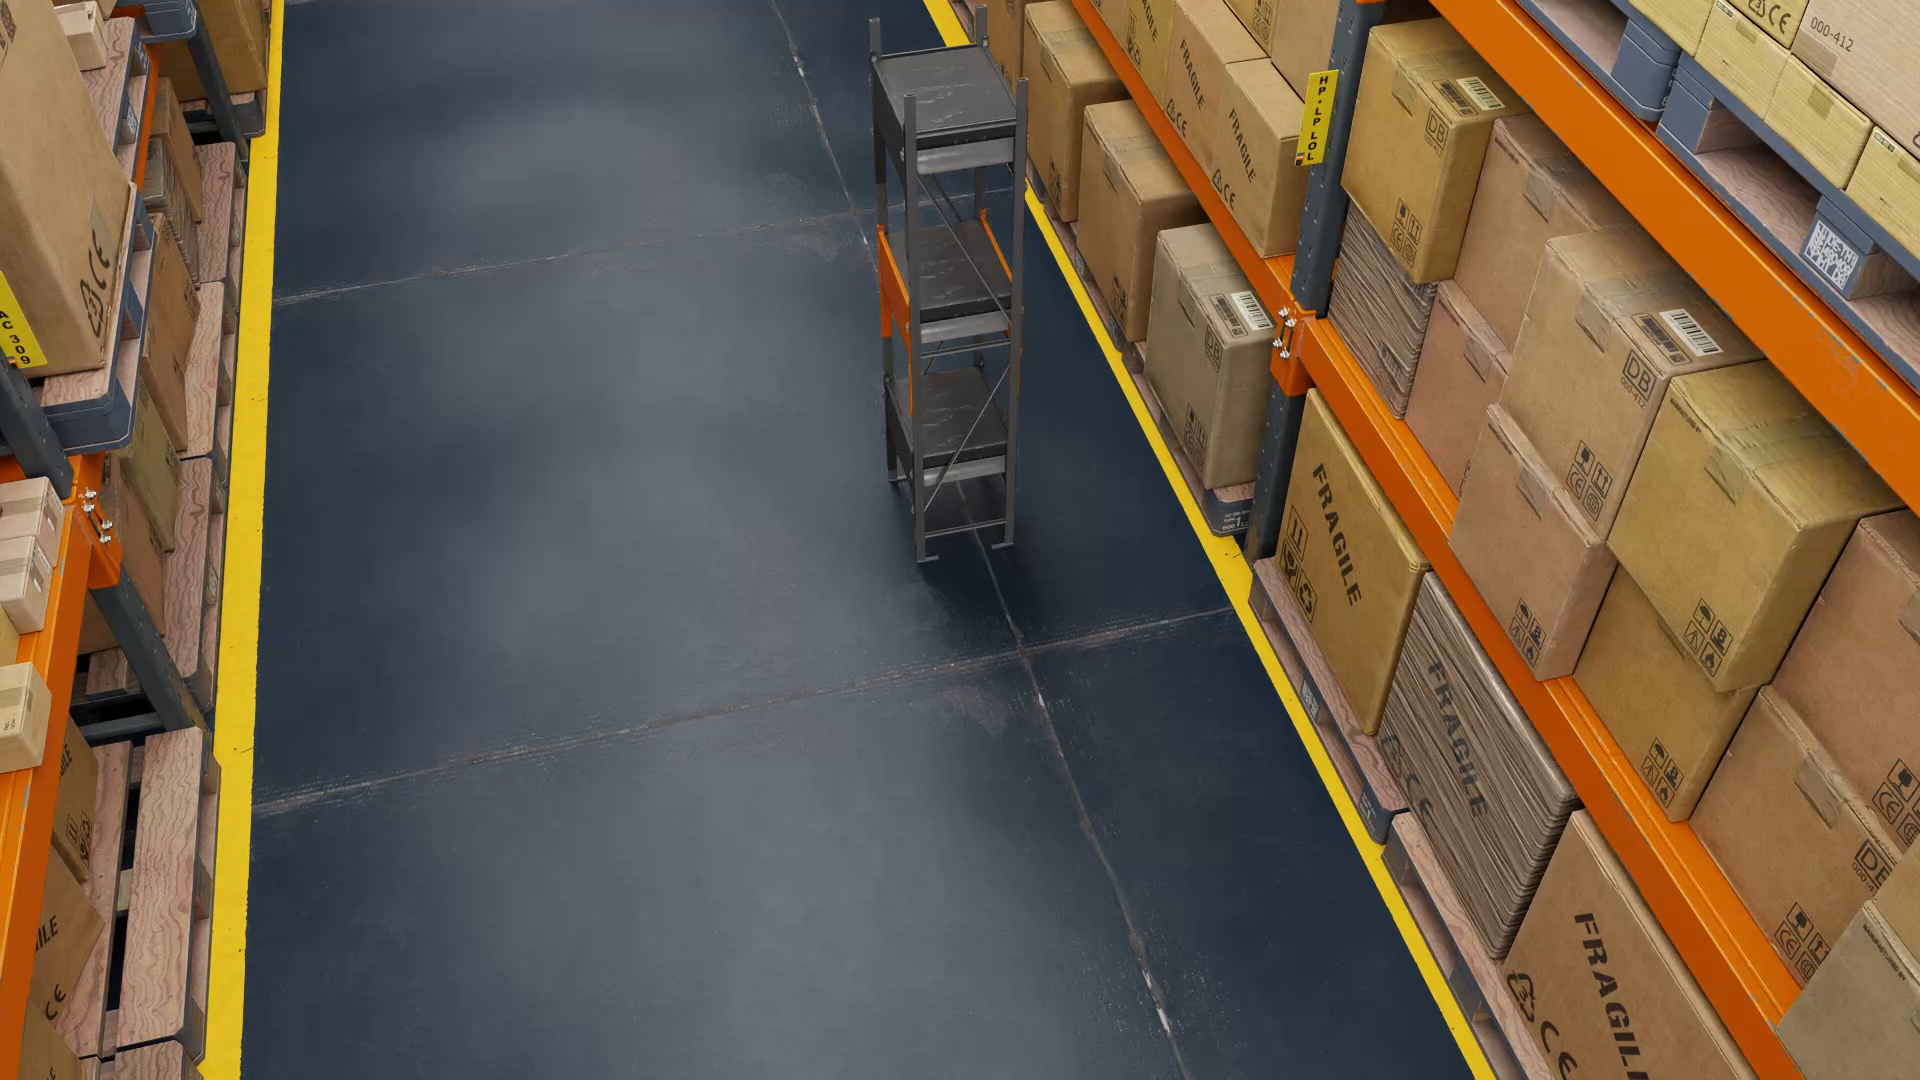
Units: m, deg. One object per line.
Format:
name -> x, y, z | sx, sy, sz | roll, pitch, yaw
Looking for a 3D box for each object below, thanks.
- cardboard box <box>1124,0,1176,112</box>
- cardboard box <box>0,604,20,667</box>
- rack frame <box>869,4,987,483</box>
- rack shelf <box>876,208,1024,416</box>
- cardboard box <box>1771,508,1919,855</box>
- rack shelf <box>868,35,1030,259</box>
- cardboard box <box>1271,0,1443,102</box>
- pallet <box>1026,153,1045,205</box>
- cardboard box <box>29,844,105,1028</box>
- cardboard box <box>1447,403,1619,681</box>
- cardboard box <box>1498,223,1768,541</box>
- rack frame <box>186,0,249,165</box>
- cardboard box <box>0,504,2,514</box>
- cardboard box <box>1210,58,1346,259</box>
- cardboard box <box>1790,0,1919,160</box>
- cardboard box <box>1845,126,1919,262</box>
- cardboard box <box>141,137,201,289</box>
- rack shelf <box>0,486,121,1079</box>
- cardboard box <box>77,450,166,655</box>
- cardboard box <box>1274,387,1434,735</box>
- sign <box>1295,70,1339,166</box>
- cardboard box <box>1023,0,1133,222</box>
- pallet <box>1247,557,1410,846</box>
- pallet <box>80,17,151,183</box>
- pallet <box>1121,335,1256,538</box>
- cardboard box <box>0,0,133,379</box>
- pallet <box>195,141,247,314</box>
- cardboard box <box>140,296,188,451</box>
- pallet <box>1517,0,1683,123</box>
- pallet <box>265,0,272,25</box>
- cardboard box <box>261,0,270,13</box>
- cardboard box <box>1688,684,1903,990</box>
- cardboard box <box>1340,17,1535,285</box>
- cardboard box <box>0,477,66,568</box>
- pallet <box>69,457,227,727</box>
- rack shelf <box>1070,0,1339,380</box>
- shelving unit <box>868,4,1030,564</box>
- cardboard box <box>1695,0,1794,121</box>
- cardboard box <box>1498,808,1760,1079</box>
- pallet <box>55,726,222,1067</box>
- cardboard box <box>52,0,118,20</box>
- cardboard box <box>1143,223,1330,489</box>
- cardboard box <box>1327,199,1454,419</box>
cardboard box -> 0.984, -2.084, 6.622 | 0.500, 0.500, 0.500 | -10, 46, -10
cardboard box -> -2.786, 0.338, 4.495 | 0.380, 0.149, 0.250 | -11, 47, -10
rack frame -> -0.105, -1.018, 6.277 | 0.400, 2.100, 0.015 | -11, 47, -10
rack shelf -> -0.042, -0.840, 6.122 | 0.431, 0.518, 0.480 | -11, 47, -10
cardboard box -> 2.359, 0.254, 3.540 | 0.875, 0.550, 0.550 | -11, 47, -10
rack shelf -> -0.042, -1.330, 5.622 | 0.431, 0.518, 0.480 | -11, 47, -10
cardboard box -> 1.502, -1.767, 5.611 | 0.700, 0.500, 0.500 | -11, 47, -11
pallet -> 0.740, -2.267, 8.824 | 1.003, 0.211, 1.213 | -11, 47, -10
cardboard box -> -2.968, 1.203, 4.927 | 0.500, 0.500, 0.500 | 3, 46, 2
cardboard box -> 1.928, -0.070, 4.613 | 0.875, 0.550, 0.550 | -11, 47, -10
cardboard box -> 1.955, -0.453, 4.233 | 0.875, 0.550, 0.550 | -11, 47, -10
rack frame -> -4.210, -2.964, 7.555 | 1.000, 3.000, 0.127 | -11, 47, -10
cardboard box -> -3.130, -0.020, 4.391 | 0.875, 0.500, 0.500 | -11, 47, -10
cardboard box -> 1.243, -1.386, 5.938 | 0.500, 0.500, 0.500 | -11, 47, -11
cardboard box -> 1.880, -0.889, 2.953 | 0.500, 0.250, 0.500 | -10, 46, -10
cardboard box -> 1.856, -0.643, 2.991 | 0.380, 0.149, 0.250 | -10, 46, -10
cardboard box -> -3.864, -1.404, 7.468 | 0.700, 0.500, 0.500 | -14, 47, -14
rack shelf -> -2.674, 1.430, 3.752 | 1.077, 0.370, 4.000 | -11, 47, -10
cardboard box -> -3.322, 0.090, 6.003 | 0.700, 0.500, 0.500 | -14, 47, -13
cardboard box -> 1.728, 0.004, 5.840 | 0.875, 0.875, 0.875 | -10, 46, -10
sign -> 1.113, -1.311, 5.180 | 0.100, 0.325, 0.005 | -11, 47, -10
cardboard box -> 0.907, -2.121, 8.010 | 1.050, 0.750, 0.750 | -10, 46, -10
pallet -> 1.754, 0.475, 6.136 | 1.003, 0.211, 1.213 | -11, 47, -10
pallet -> -3.663, -1.538, 6.291 | 1.003, 0.211, 1.213 | -11, 47, -10
pallet -> 1.364, -0.583, 7.173 | 1.003, 0.211, 1.213 | -11, 47, -10
cardboard box -> -3.254, -1.134, 5.047 | 1.000, 1.000, 1.000 | -10, 46, -10
pallet -> -4.011, -1.449, 8.022 | 1.003, 0.211, 1.213 | -11, 47, -10
cardboard box -> -3.570, -0.629, 6.708 | 0.700, 0.500, 0.500 | -14, 47, -14
pallet -> 1.834, -1.492, 4.074 | 1.003, 0.211, 1.213 | -11, 47, -10
pallet -> -4.647, -3.387, 9.922 | 1.003, 0.211, 1.213 | -11, 47, -10
cardboard box -> -4.587, -3.465, 9.239 | 1.225, 0.875, 0.875 | -11, 47, -10
cardboard box -> 2.336, 0.636, 3.921 | 0.875, 0.550, 0.550 | -11, 47, -10
cardboard box -> 1.696, -1.209, 4.974 | 0.875, 0.550, 0.550 | -11, 47, -10
cardboard box -> -2.846, -0.020, 4.845 | 0.380, 0.149, 0.250 | -11, 47, -10
pallet -> -3.386, 0.236, 6.371 | 1.003, 0.211, 1.213 | -11, 47, -10
rack shelf -> 1.123, -2.169, 7.279 | 1.077, 0.370, 4.000 | -11, 47, -10
shelving unit -> -0.042, -0.849, 6.112 | 0.431, 2.100, 0.503 | -11, 47, -10
cardboard box -> 1.727, -0.991, 3.333 | 0.380, 0.149, 0.250 | -11, 47, -10
cardboard box -> 2.194, 1.255, 4.613 | 0.875, 0.875, 0.875 | -11, 47, -11
pallet -> -2.980, 1.230, 5.396 | 1.003, 0.211, 1.213 | -11, 47, -10
cardboard box -> -3.793, -2.414, 6.651 | 0.700, 0.500, 0.500 | -4, 46, -4
cardboard box -> 1.389, -0.812, 6.726 | 1.050, 0.750, 0.750 | -11, 47, -11
cardboard box -> 1.741, -0.840, 5.368 | 0.875, 0.550, 0.550 | -11, 47, -10
